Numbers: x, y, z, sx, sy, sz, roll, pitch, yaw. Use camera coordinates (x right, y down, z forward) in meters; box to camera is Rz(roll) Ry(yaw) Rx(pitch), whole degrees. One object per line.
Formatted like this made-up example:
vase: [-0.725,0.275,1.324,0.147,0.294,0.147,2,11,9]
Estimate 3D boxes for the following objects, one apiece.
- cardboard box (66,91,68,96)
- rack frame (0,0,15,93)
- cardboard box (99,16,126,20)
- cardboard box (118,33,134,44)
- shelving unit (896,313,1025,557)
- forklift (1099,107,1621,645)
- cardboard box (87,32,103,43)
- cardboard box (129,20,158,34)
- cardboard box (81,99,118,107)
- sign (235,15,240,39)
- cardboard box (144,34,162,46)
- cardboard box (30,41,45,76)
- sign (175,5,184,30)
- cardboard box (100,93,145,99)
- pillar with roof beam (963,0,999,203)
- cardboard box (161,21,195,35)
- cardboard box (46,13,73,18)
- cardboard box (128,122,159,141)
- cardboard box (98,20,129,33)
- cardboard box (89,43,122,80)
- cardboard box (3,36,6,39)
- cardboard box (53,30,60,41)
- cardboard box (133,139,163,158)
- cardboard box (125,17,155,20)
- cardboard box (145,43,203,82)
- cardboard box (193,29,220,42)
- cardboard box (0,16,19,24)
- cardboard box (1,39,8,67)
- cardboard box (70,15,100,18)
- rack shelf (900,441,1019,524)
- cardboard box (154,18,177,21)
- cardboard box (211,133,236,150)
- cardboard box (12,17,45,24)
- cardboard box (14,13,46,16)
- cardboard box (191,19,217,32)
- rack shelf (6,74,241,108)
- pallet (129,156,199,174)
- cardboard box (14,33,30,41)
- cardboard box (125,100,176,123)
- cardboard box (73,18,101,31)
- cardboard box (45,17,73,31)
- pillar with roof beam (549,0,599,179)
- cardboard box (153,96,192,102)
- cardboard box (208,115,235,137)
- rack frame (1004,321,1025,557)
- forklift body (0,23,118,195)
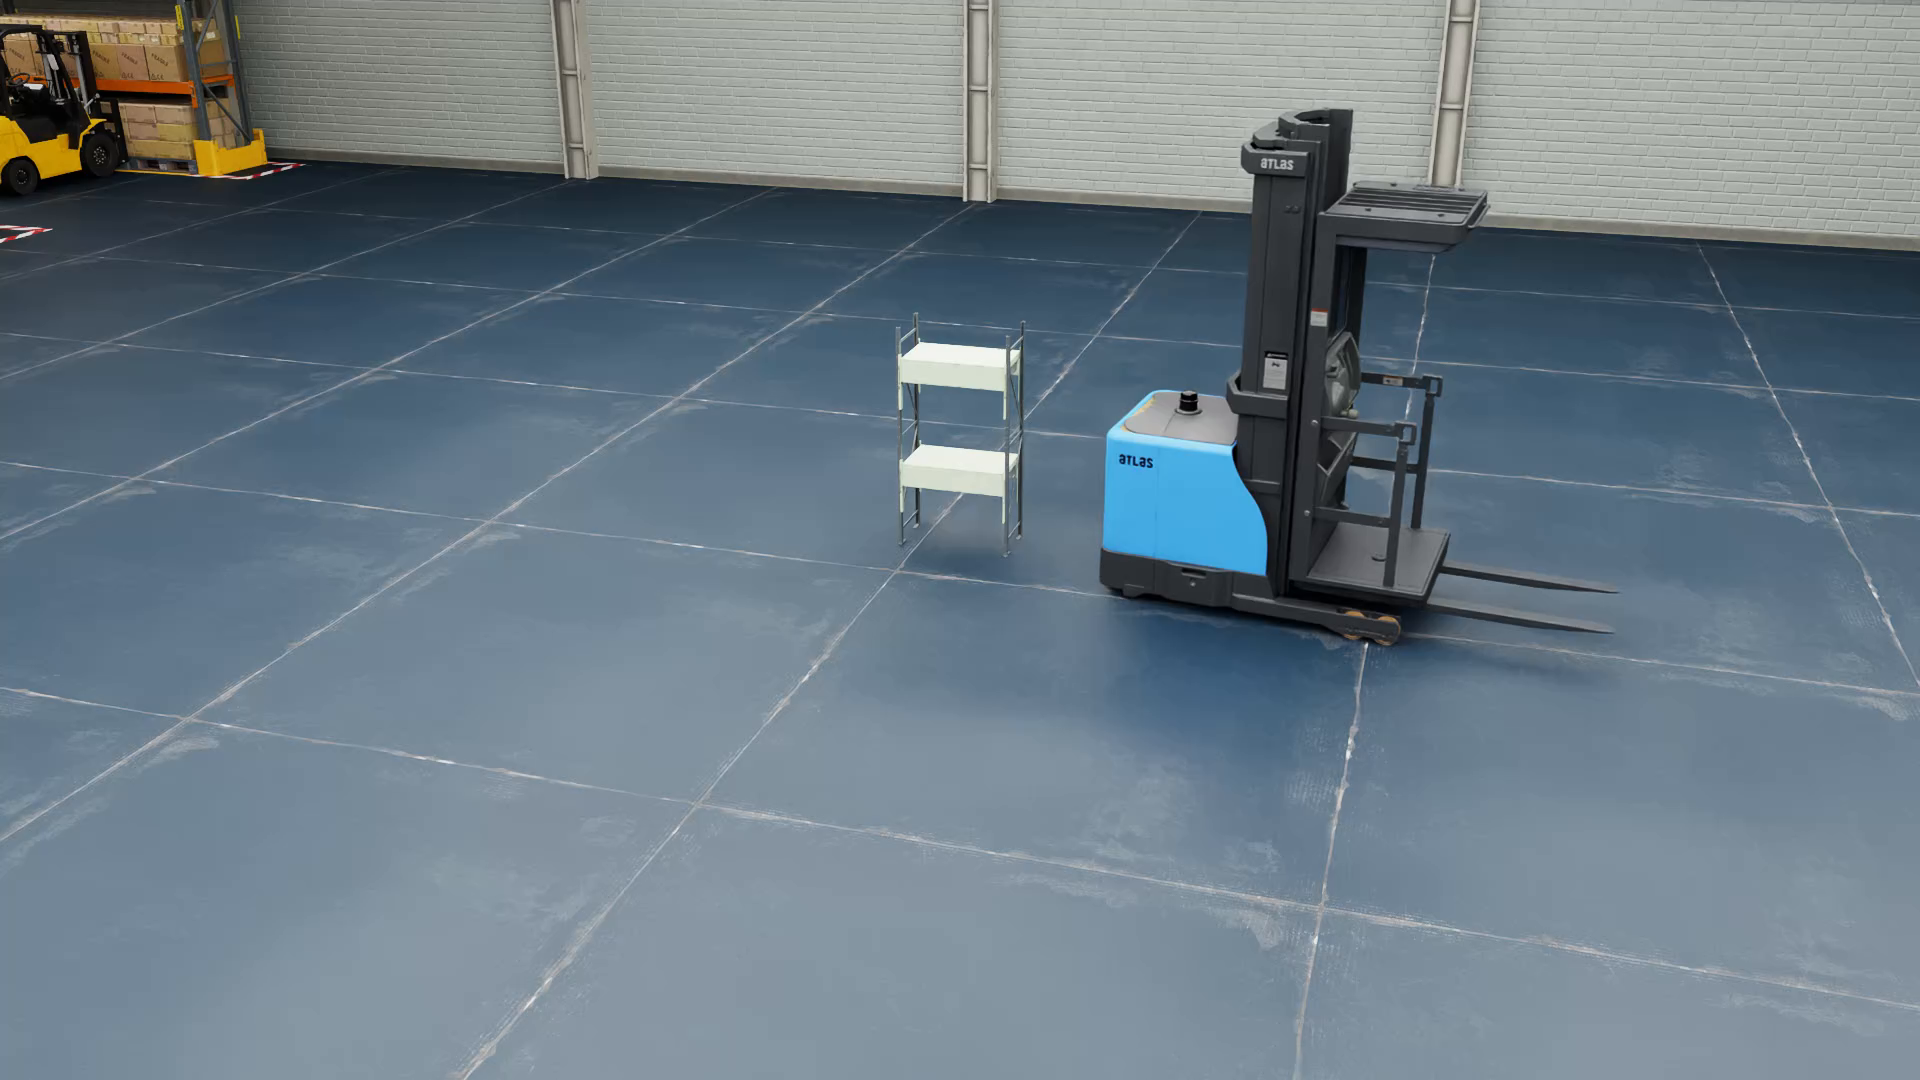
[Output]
cardboard box: [-13.624,-6.692,25.385,0.500,0.250,0.500,6,23,15]
rack frame: [-14.641,-7.341,25.215,0.127,3.000,1.000,7,23,16]
cardboard box: [-12.543,-7.681,24.665,0.250,0.149,0.380,7,23,16]
cardboard box: [-11.942,-7.285,24.090,0.250,0.149,0.380,6,23,15]
shelving unit: [0.006,-0.693,10.984,0.755,1.500,0.431,7,23,16]
forklift: [2.441,-0.968,9.767,3.031,2.935,1.130,9,24,21]
cardboard box: [-12.459,-7.317,24.169,0.250,0.149,0.380,7,23,16]
cardboard box: [-11.718,-7.384,23.941,0.250,0.149,0.380,7,23,17]
cardboard box: [-12.801,-6.389,24.644,0.500,0.250,0.500,6,23,14]
sign: [-10.645,-7.541,24.456,0.005,0.325,0.100,7,23,16]
cardboard box: [-11.477,-7.203,23.890,0.250,0.149,0.380,7,23,16]
cardboard box: [-13.303,-7.138,24.587,0.500,0.500,0.500,6,23,15]
sign: [-10.981,-7.352,23.404,0.005,0.325,0.100,7,23,16]
cardboard box: [-12.660,-6.580,25.111,0.500,0.250,0.500,6,23,14]
pillar with roof beam: [-0.972,-7.203,16.972,0.400,9.000,9.100,7,23,16]
cardboard box: [-11.215,-7.350,23.856,0.250,0.149,0.380,7,23,16]
cardboard box: [-13.504,-7.829,25.024,0.250,0.149,0.380,6,23,14]
cardboard box: [-11.844,-6.055,24.490,0.500,0.250,0.500,6,23,15]
cardboard box: [-12.217,-7.427,24.044,0.250,0.149,0.380,7,23,17]
cardboard box: [-12.343,-7.024,24.309,0.500,0.500,0.500,6,23,14]
cardboard box: [-14.163,-7.529,24.687,0.250,0.149,0.380,7,23,17]
cardboard box: [-13.194,-7.406,24.387,0.250,0.149,0.380,6,23,14]
cardboard box: [-11.826,-5.820,24.575,0.500,0.250,0.500,7,23,15]
cardboard box: [-12.061,-7.618,24.512,0.250,0.149,0.380,7,23,17]
cardboard box: [-11.358,-6.908,24.026,0.500,0.500,0.500,6,23,14]
cardboard box: [-11.061,-7.381,24.324,0.250,0.149,0.380,6,23,14]
cardboard box: [-14.139,-7.693,24.694,0.250,0.149,0.380,7,23,16]
cardboard box: [-14.291,-7.244,24.846,0.500,0.500,0.500,6,23,14]
cardboard box: [-13.031,-7.748,24.828,0.250,0.149,0.380,6,23,15]
rack shelf: [0.006,-0.392,11.107,0.720,0.370,0.431,7,23,16]
cardboard box: [-11.569,-7.566,24.384,0.250,0.149,0.380,7,23,17]
cardboard box: [-11.225,-5.950,24.892,0.500,0.250,0.500,7,23,16]
cardboard box: [-13.681,-7.596,24.458,0.250,0.149,0.380,7,23,17]
cardboard box: [-14.019,-7.858,25.095,0.250,0.149,0.380,6,23,14]
cardboard box: [-11.071,-7.501,24.226,0.250,0.149,0.380,6,23,14]
rack shelf: [-12.726,-6.789,24.817,4.000,0.370,1.077,7,23,16]
pallet: [-11.555,-5.681,24.842,1.213,0.211,1.003,7,23,16]
cardboard box: [-13.691,-7.457,24.510,0.250,0.149,0.380,7,23,17]
cardboard box: [-11.833,-6.279,24.376,0.500,0.250,0.500,7,23,16]
cardboard box: [-12.685,-7.516,24.261,0.250,0.149,0.380,7,23,16]
cardboard box: [-13.165,-7.570,24.394,0.250,0.149,0.380,6,23,15]
pillar with roof beam: [-6.717,-7.860,18.575,0.400,9.000,9.100,7,23,16]
cardboard box: [-11.696,-6.462,24.825,0.500,0.250,0.500,7,23,16]
cardboard box: [-11.201,-6.183,24.803,0.500,0.250,0.500,7,23,16]
rack frame: [0.357,-0.653,10.886,0.023,1.500,0.400,7,23,16]
forklift body: [-13.153,-6.055,23.198,1.214,2.155,2.313,7,23,16]
